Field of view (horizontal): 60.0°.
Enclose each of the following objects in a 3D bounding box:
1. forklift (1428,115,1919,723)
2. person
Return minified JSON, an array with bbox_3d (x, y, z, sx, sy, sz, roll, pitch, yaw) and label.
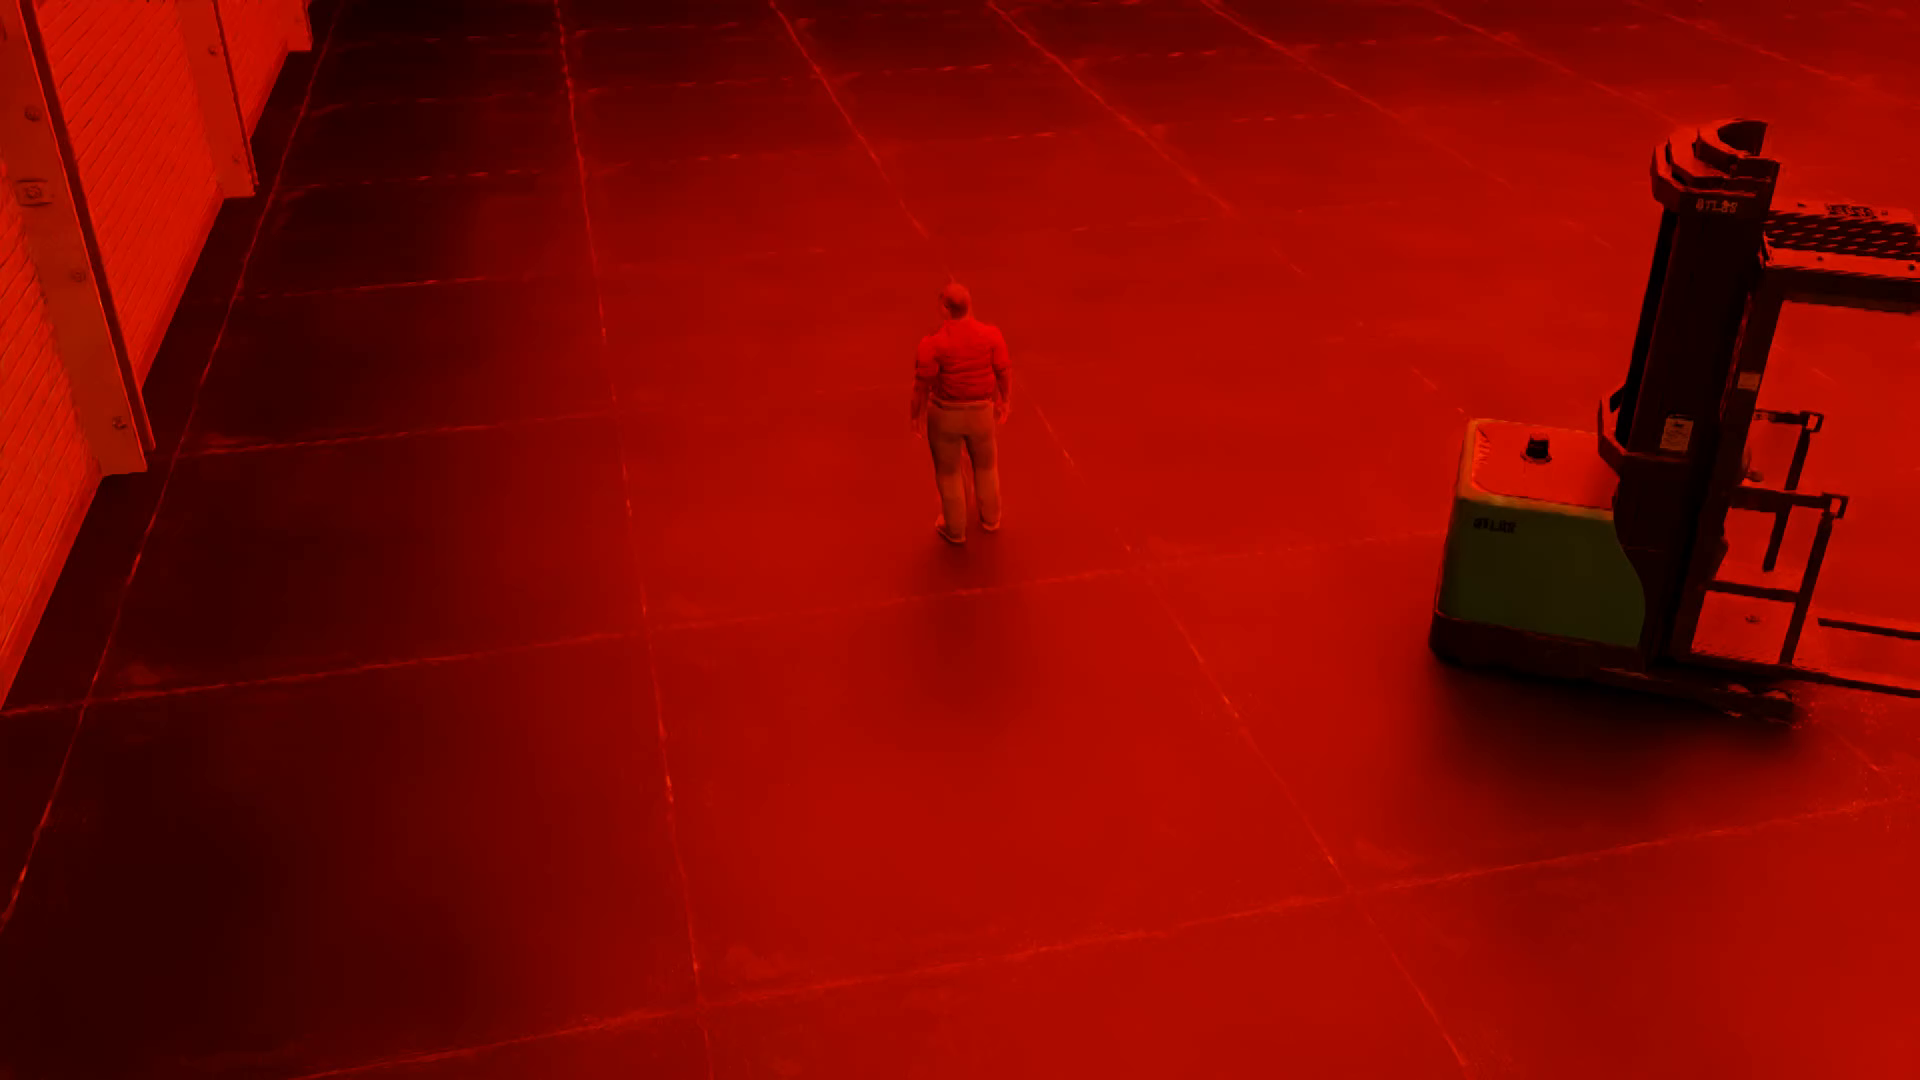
[{"bbox_3d":[4.209,-0.599,8.609,3.031,2.935,1.130,9,31,15],"label":"forklift"},{"bbox_3d":[-0.009,-0.800,10.141,0.640,1.727,0.550,-7,31,-12],"label":"person"}]
